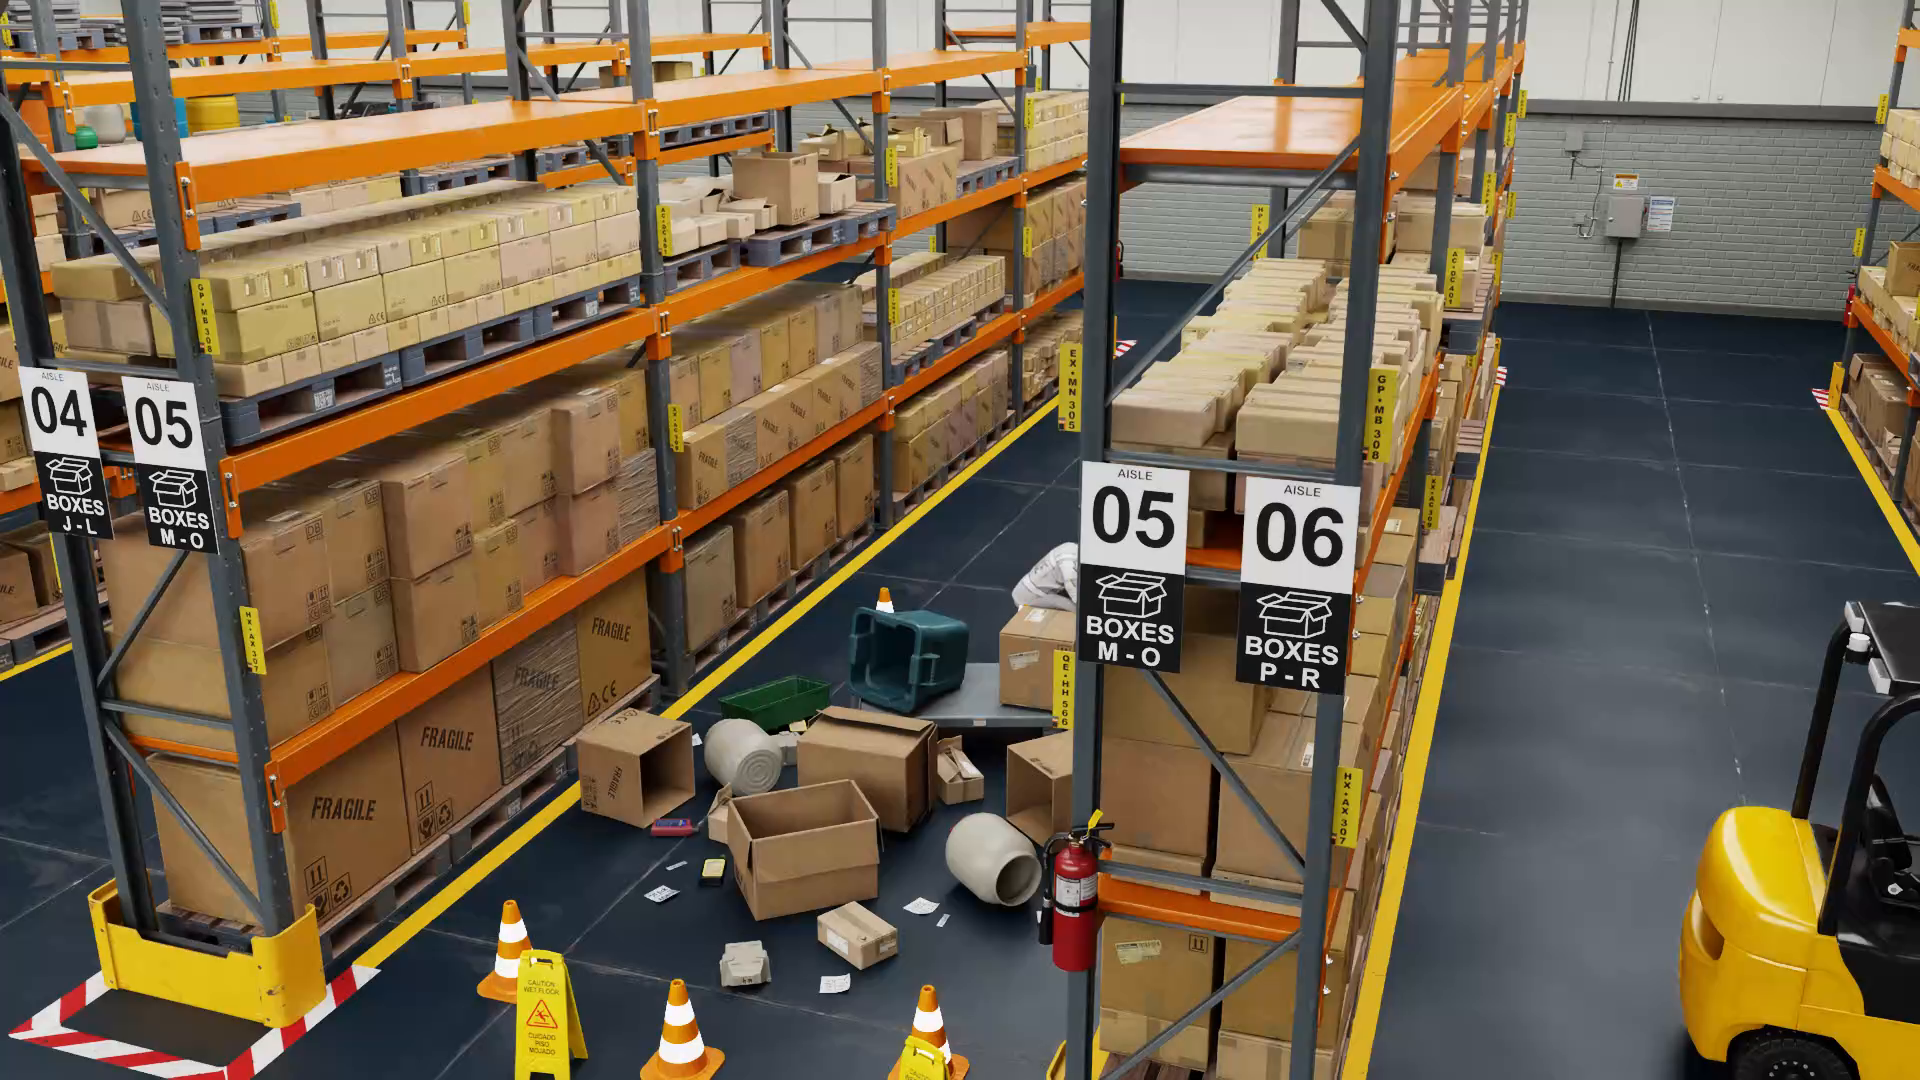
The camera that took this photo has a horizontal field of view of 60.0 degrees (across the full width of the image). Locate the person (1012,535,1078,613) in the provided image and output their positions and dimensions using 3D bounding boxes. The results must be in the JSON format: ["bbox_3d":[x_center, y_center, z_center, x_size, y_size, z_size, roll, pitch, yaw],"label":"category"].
[{"bbox_3d":[0.810,0.375,12.605,0.815,1.011,0.477,6,20,18],"label":"person"}]
